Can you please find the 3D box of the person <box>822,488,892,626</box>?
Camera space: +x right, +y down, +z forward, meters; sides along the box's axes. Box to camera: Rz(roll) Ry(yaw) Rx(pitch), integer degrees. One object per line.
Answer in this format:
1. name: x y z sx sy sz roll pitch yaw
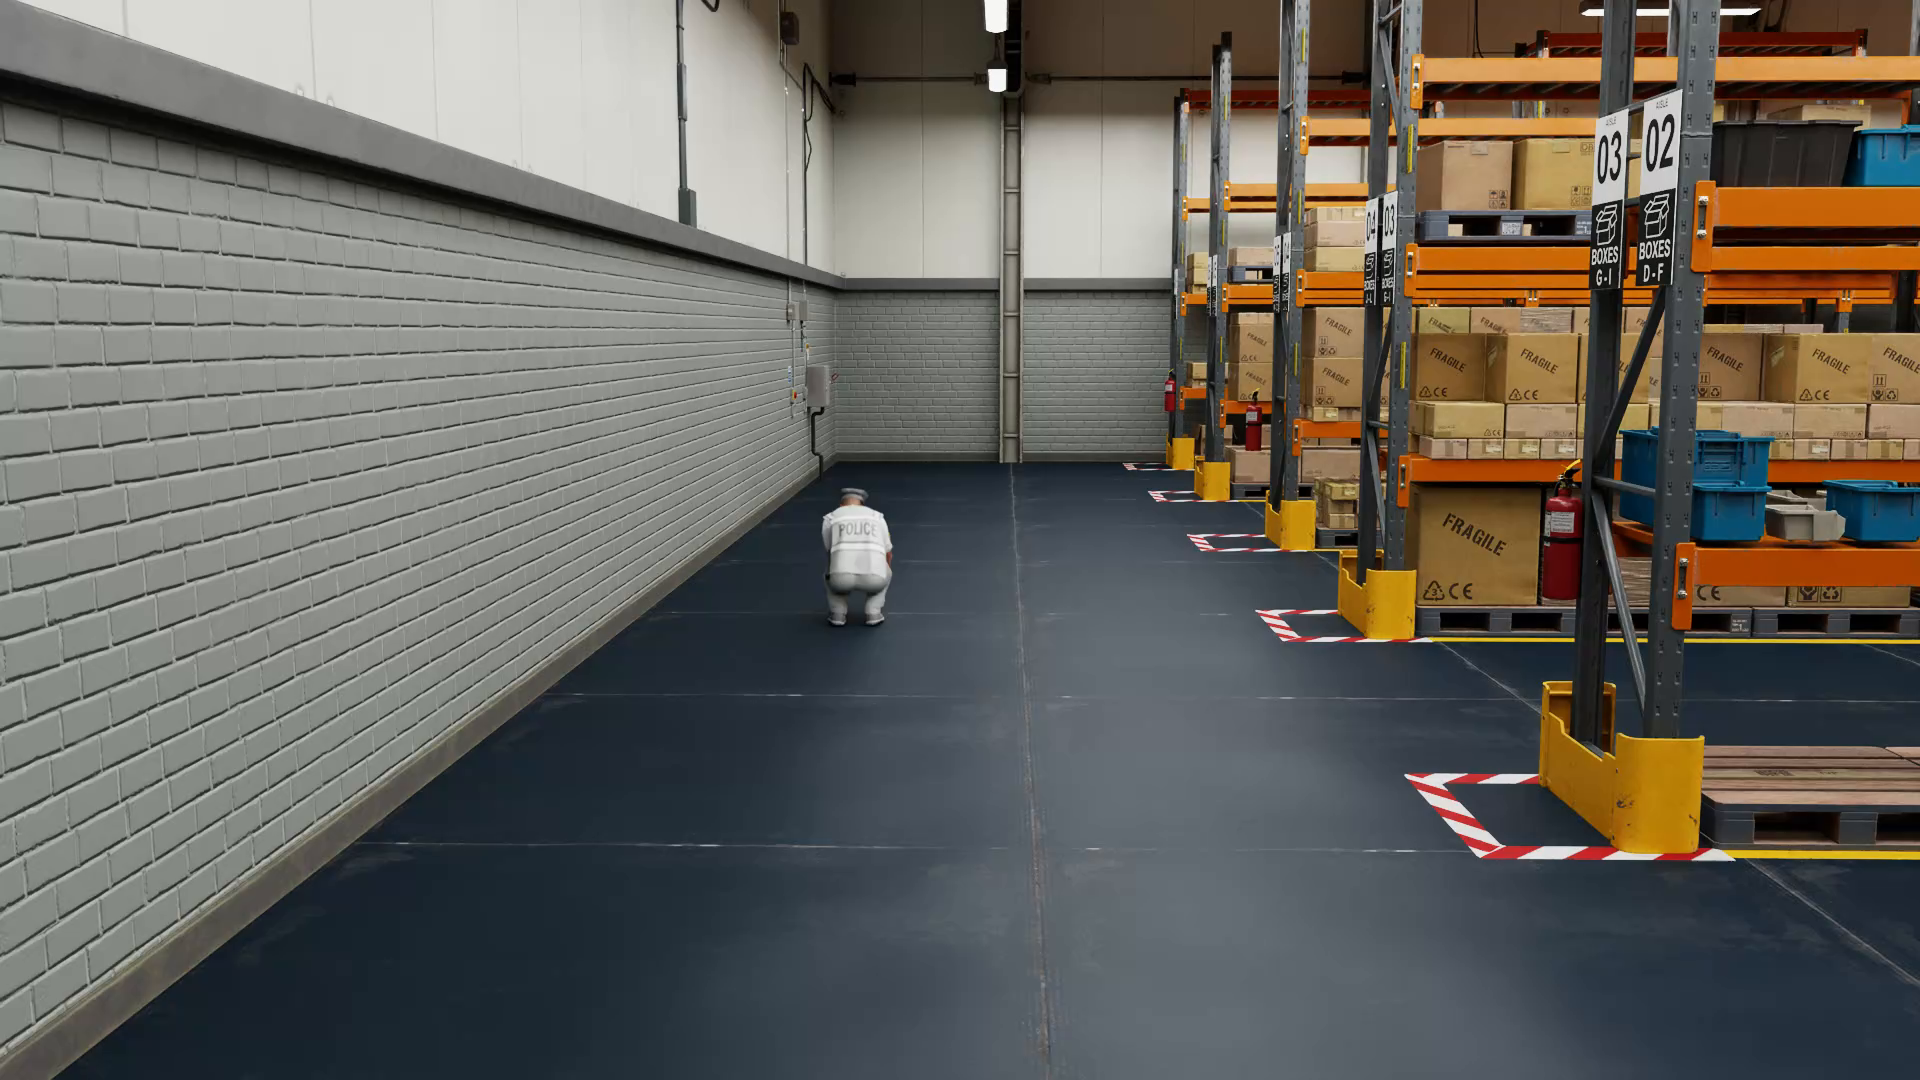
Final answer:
1. person: -0.794 0.129 12.750 0.537 1.012 0.908 0 7 1
